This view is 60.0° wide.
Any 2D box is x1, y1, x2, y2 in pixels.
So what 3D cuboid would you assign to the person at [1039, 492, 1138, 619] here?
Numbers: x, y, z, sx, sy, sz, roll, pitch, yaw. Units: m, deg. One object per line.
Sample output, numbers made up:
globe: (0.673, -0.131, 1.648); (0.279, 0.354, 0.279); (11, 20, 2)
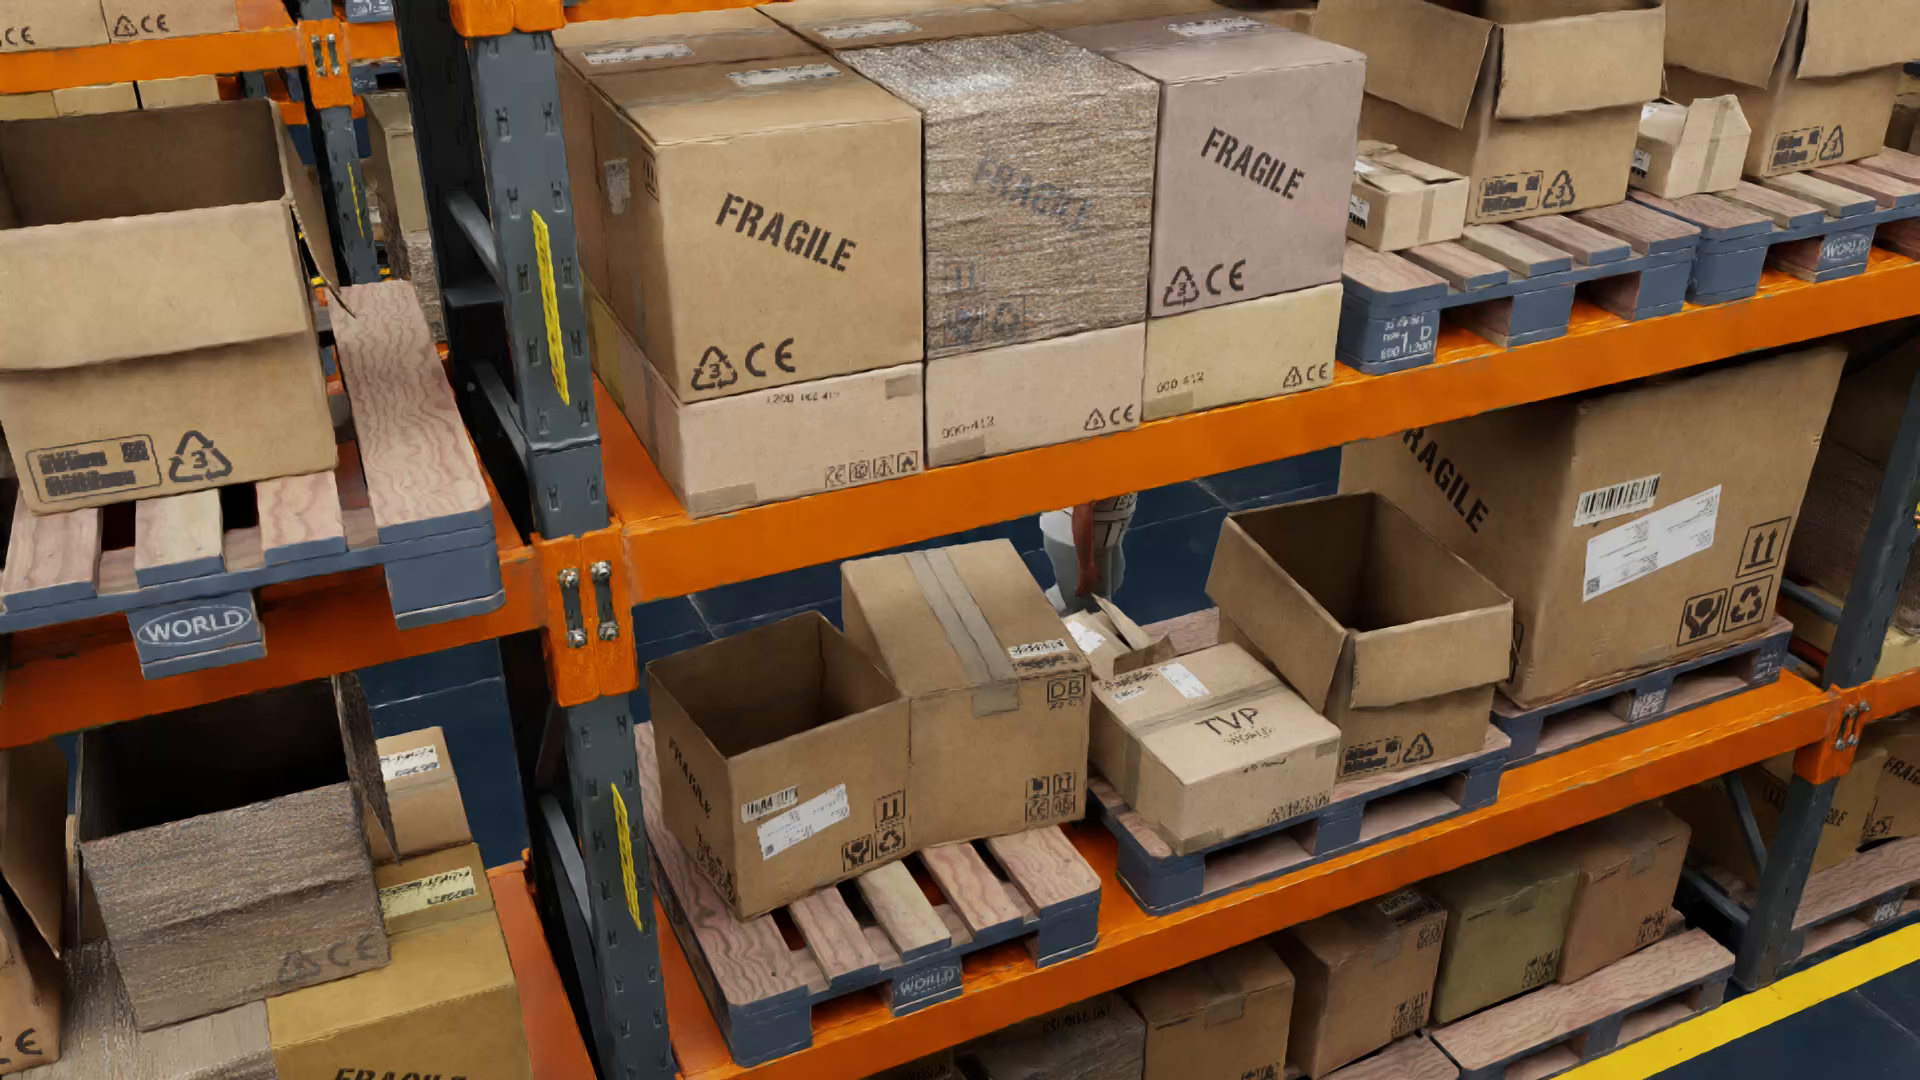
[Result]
person: (0.469, -0.057, 7.167); (0.579, 1.755, 0.597); (4, 29, 7)
